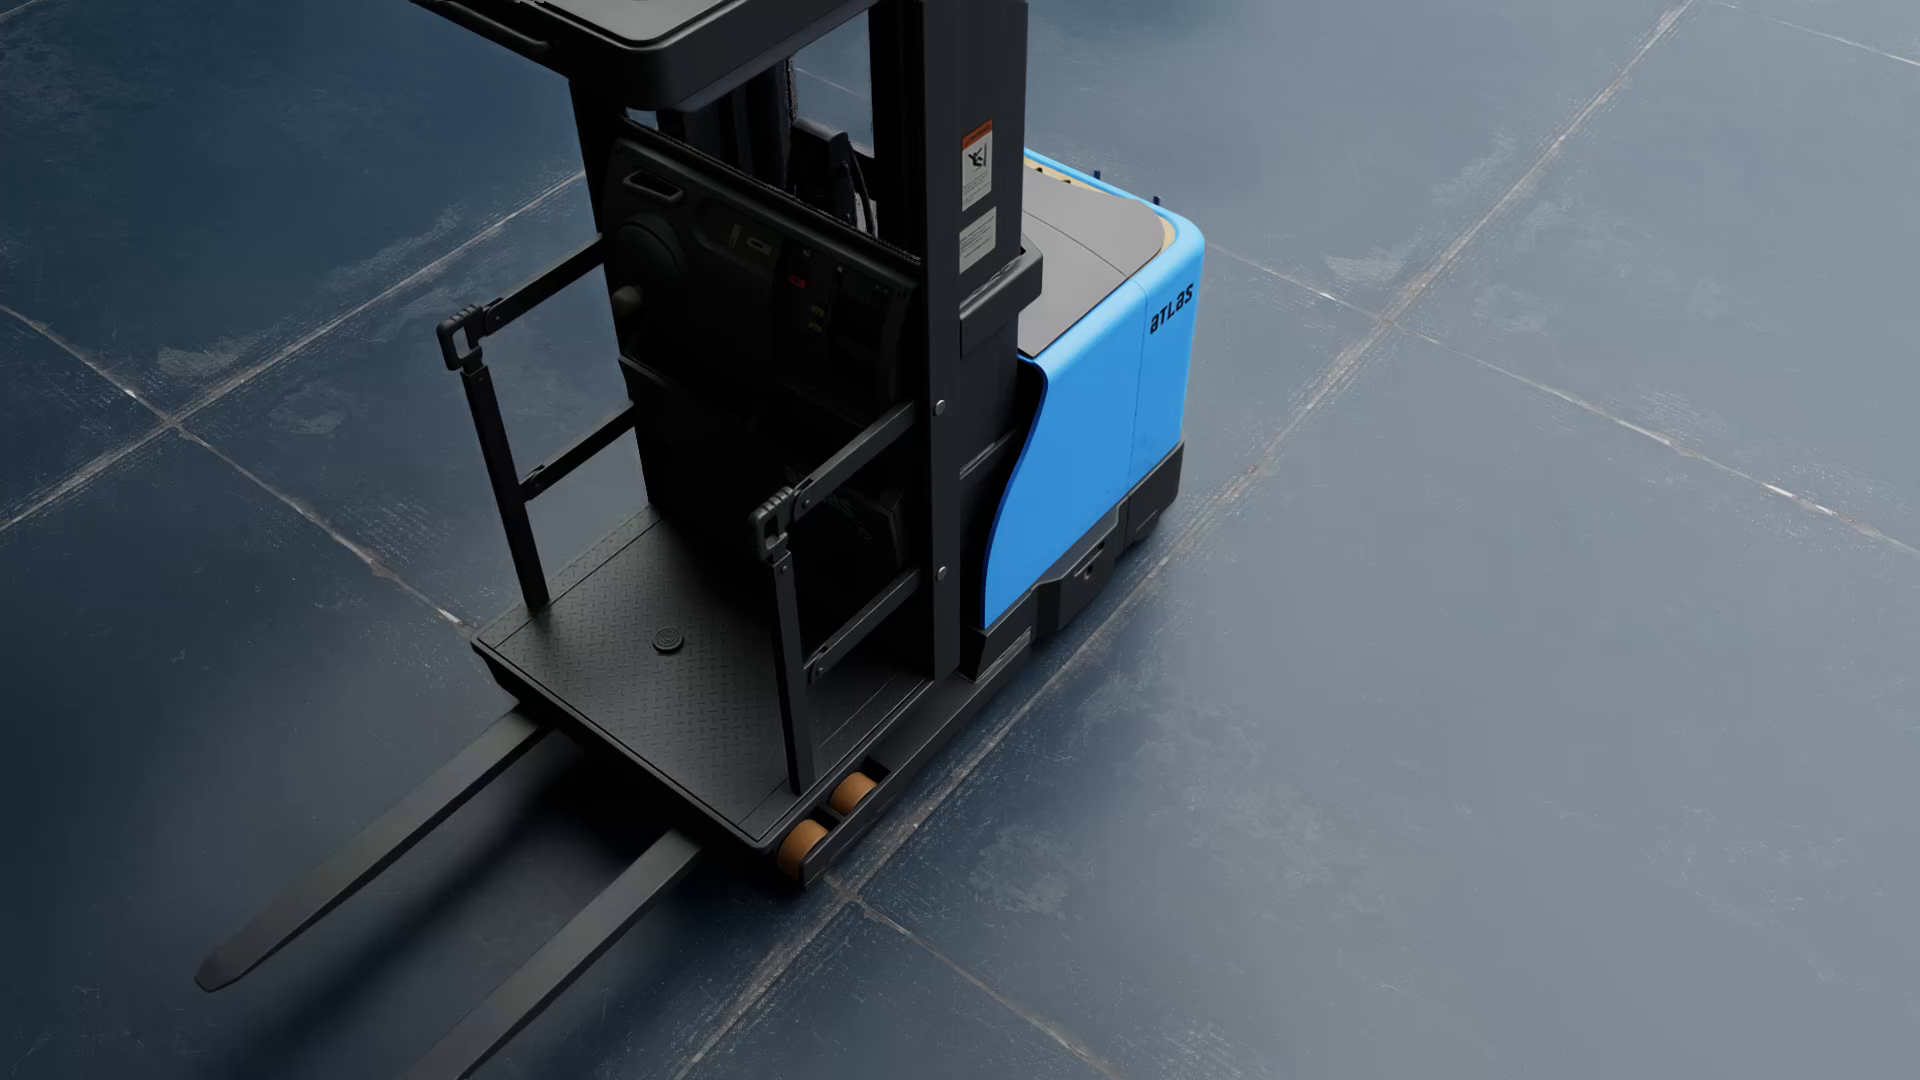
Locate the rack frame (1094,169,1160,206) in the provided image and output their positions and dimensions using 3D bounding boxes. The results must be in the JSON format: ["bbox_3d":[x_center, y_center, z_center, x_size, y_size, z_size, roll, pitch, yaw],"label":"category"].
[{"bbox_3d":[0.506,-0.770,5.363,0.240,0.900,0.006,30,53,26],"label":"rack frame"}]

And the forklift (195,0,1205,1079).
[{"bbox_3d":[-0.615,-0.522,3.722,1.130,2.935,3.031,30,53,26],"label":"forklift"}]

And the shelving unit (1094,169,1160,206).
[{"bbox_3d":[0.442,-0.712,5.308,0.258,0.900,0.210,30,53,26],"label":"shelving unit"}]
